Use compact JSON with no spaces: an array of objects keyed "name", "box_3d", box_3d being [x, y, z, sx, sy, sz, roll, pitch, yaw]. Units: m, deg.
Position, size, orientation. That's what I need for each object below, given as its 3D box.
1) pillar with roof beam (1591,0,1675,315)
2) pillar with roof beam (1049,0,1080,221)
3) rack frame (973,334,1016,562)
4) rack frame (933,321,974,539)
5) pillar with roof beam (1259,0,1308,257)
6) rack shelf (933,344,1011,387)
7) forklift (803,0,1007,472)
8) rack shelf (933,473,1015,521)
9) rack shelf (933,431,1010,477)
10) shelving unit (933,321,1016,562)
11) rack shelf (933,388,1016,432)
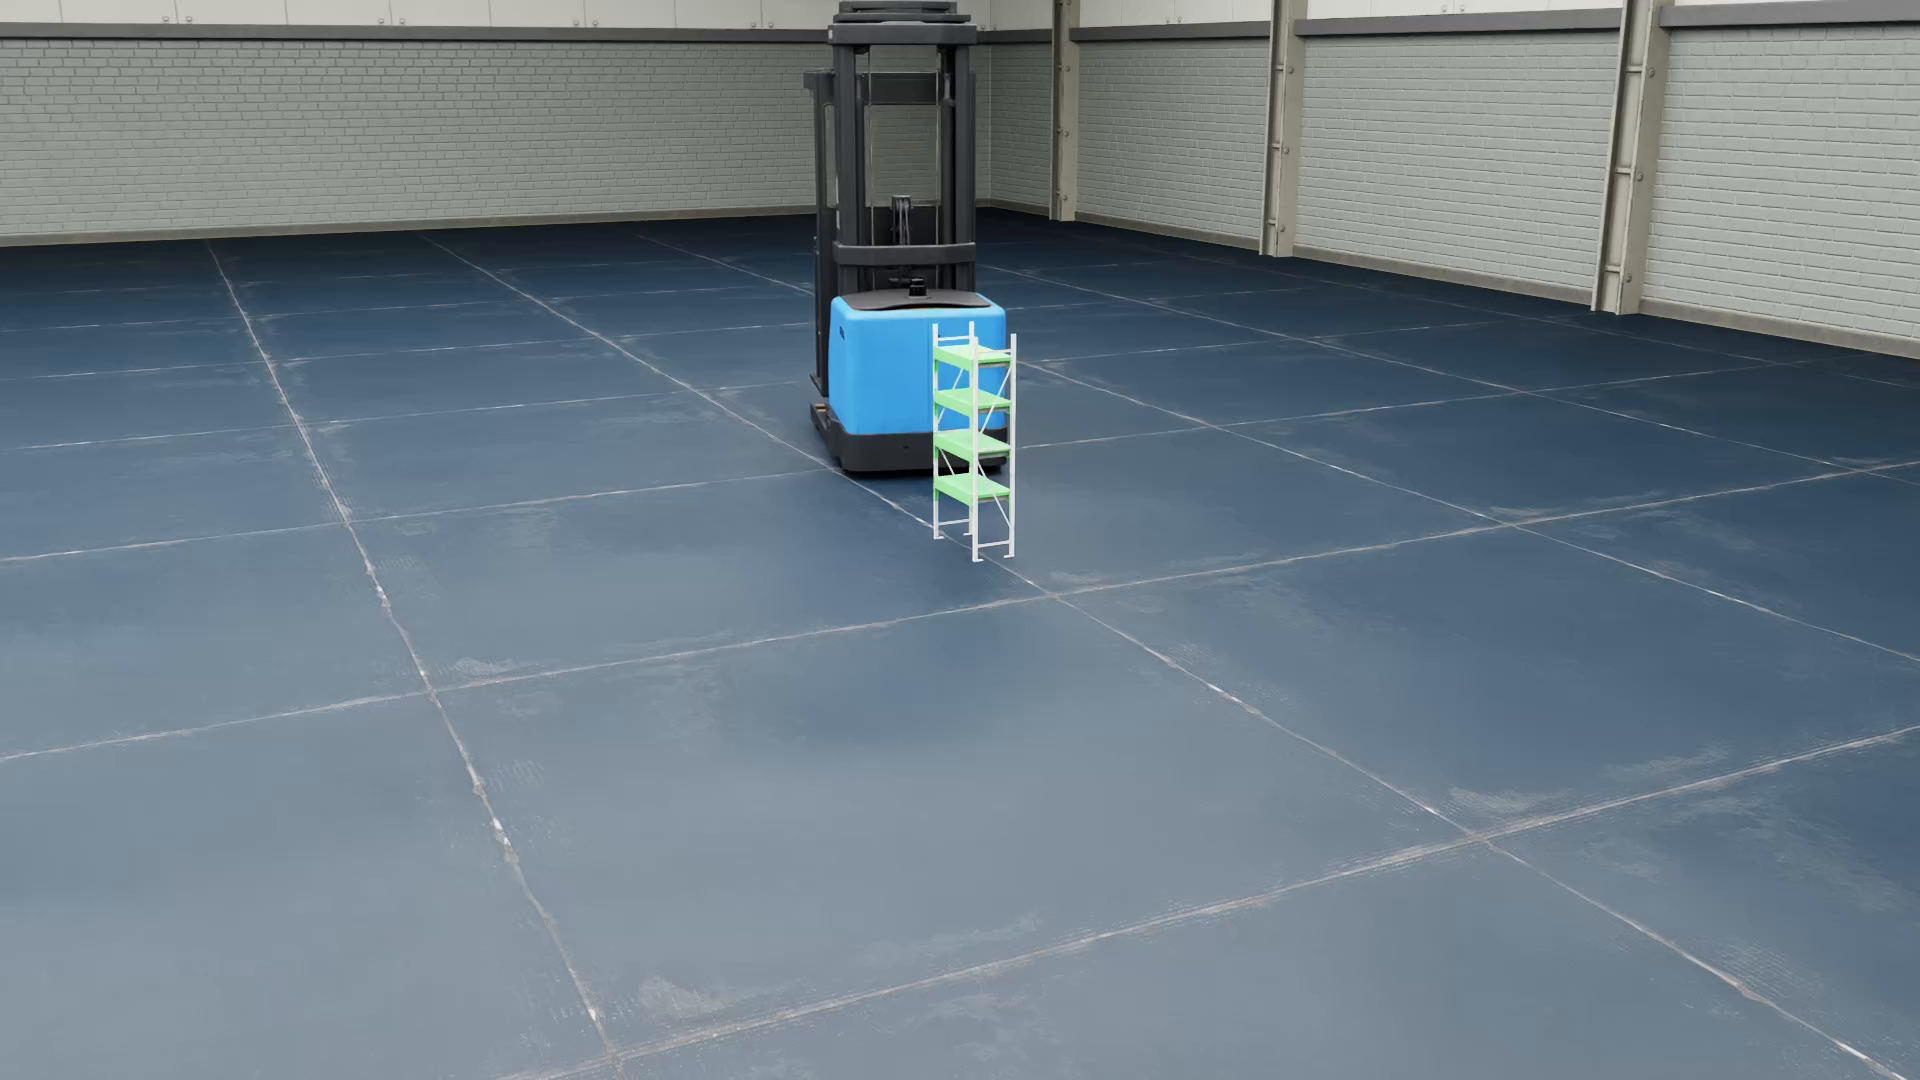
[{"name":"pillar with roof beam","box_3d":[3.125,-6.245,14.699,9.100,9.000,0.400,-8,18,-25]},{"name":"pillar with roof beam","box_3d":[-2.132,-9.221,25.068,9.100,9.000,0.400,-8,18,-25]},{"name":"rack frame","box_3d":[0.179,-0.475,8.731,0.240,1.200,0.015,-8,18,-25]},{"name":"rack frame","box_3d":[-0.034,-0.596,9.153,0.240,1.200,0.015,-8,18,-25]},{"name":"pillar with roof beam","box_3d":[0.496,-7.733,19.883,9.100,9.000,0.400,-8,18,-25]},{"name":"rack shelf","box_3d":[0.073,-0.936,8.827,0.258,0.148,0.480,-8,18,-25]},{"name":"forklift","box_3d":[-0.483,-2.201,11.608,1.130,2.935,3.031,-3,16,-11]},{"name":"rack shelf","box_3d":[0.073,-0.244,9.026,0.258,0.148,0.480,-8,18,-25]},{"name":"rack shelf","box_3d":[0.073,-0.474,8.960,0.258,0.148,0.480,-8,18,-25]},{"name":"shelving unit","box_3d":[0.073,-0.536,8.942,0.258,1.200,0.503,-8,18,-25]},{"name":"rack shelf","box_3d":[0.073,-0.705,8.894,0.258,0.148,0.480,-8,18,-25]}]
